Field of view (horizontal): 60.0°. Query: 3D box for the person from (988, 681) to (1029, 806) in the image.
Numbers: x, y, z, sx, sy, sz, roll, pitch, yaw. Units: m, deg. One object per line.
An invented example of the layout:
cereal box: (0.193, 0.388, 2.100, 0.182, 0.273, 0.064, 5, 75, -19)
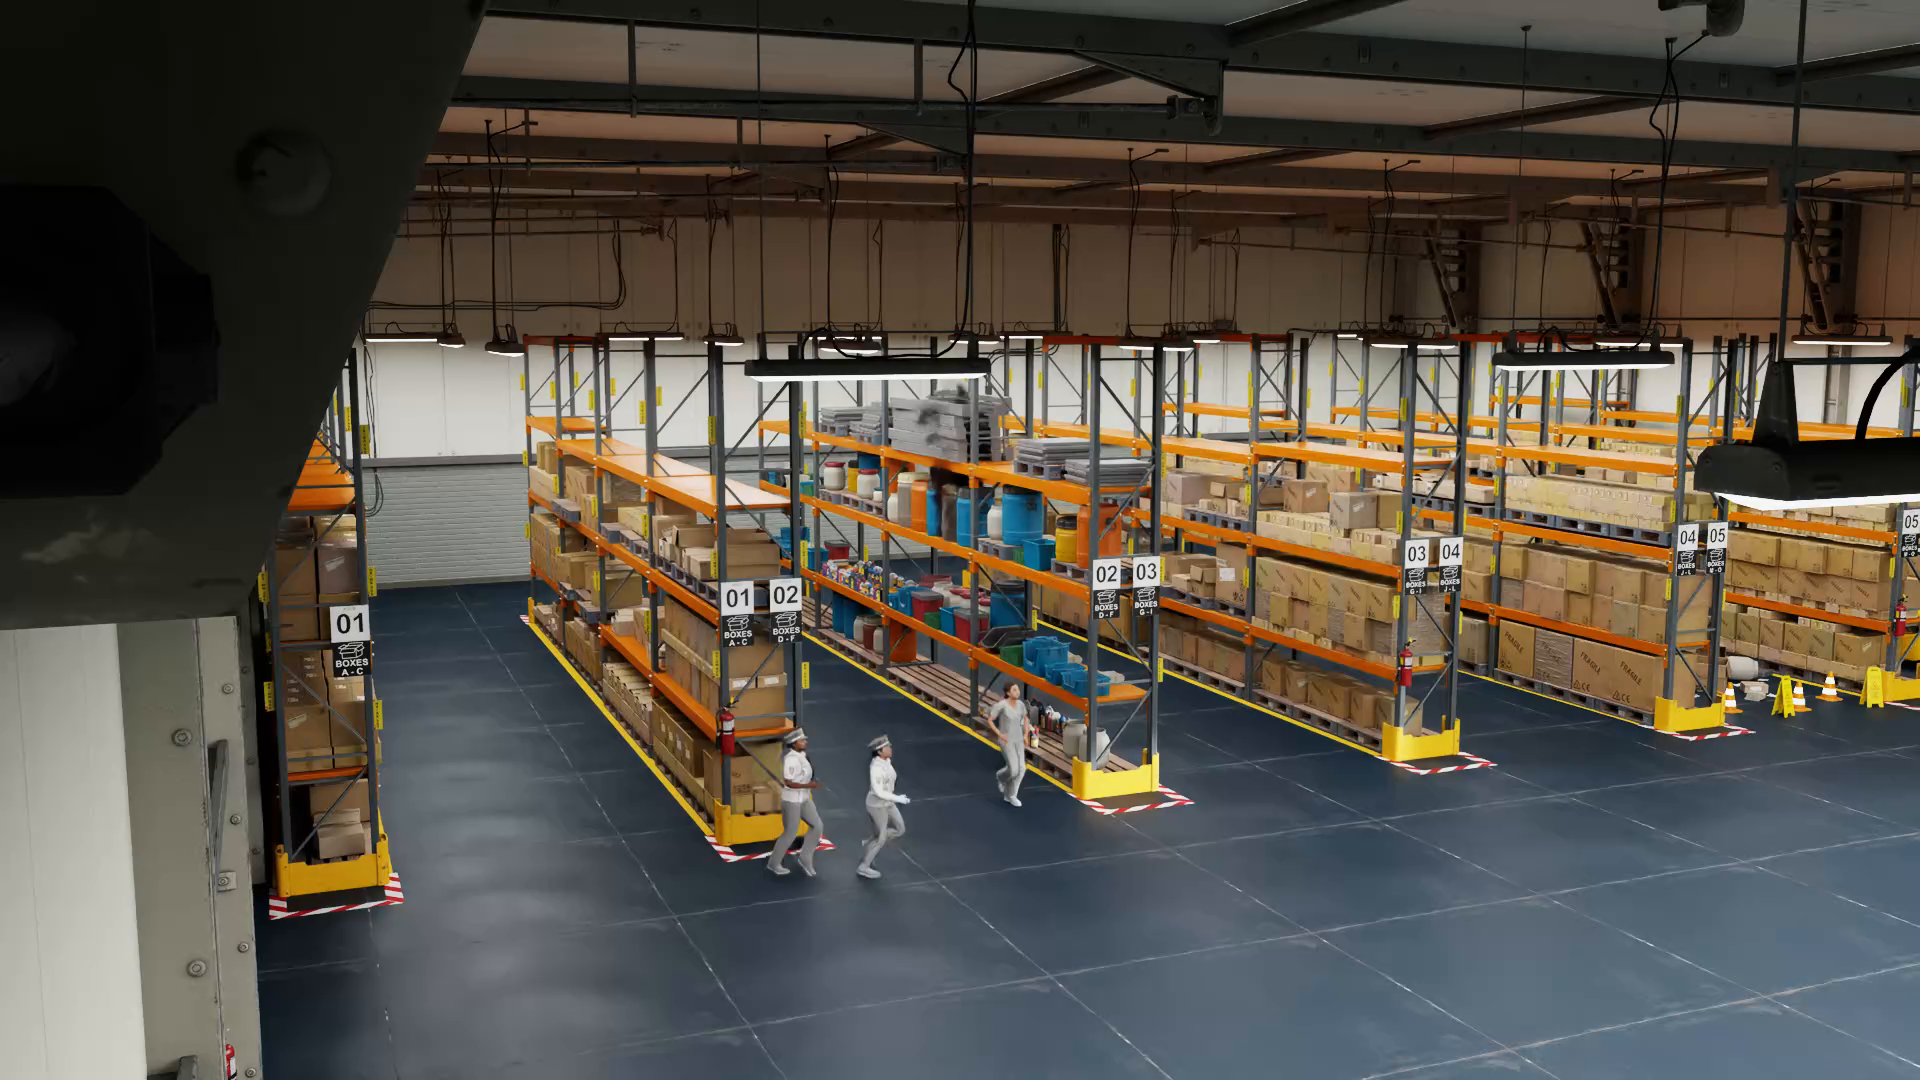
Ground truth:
person: (0.668, 2.650, 21.769, 0.595, 1.639, 0.522, -4, 9, -30)

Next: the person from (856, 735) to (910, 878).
person: (-0.862, 3.010, 18.931, 0.637, 1.656, 0.652, 2, 8, 11)

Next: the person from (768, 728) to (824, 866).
person: (-1.876, 2.914, 18.927, 0.595, 1.586, 0.530, 2, 8, 14)
